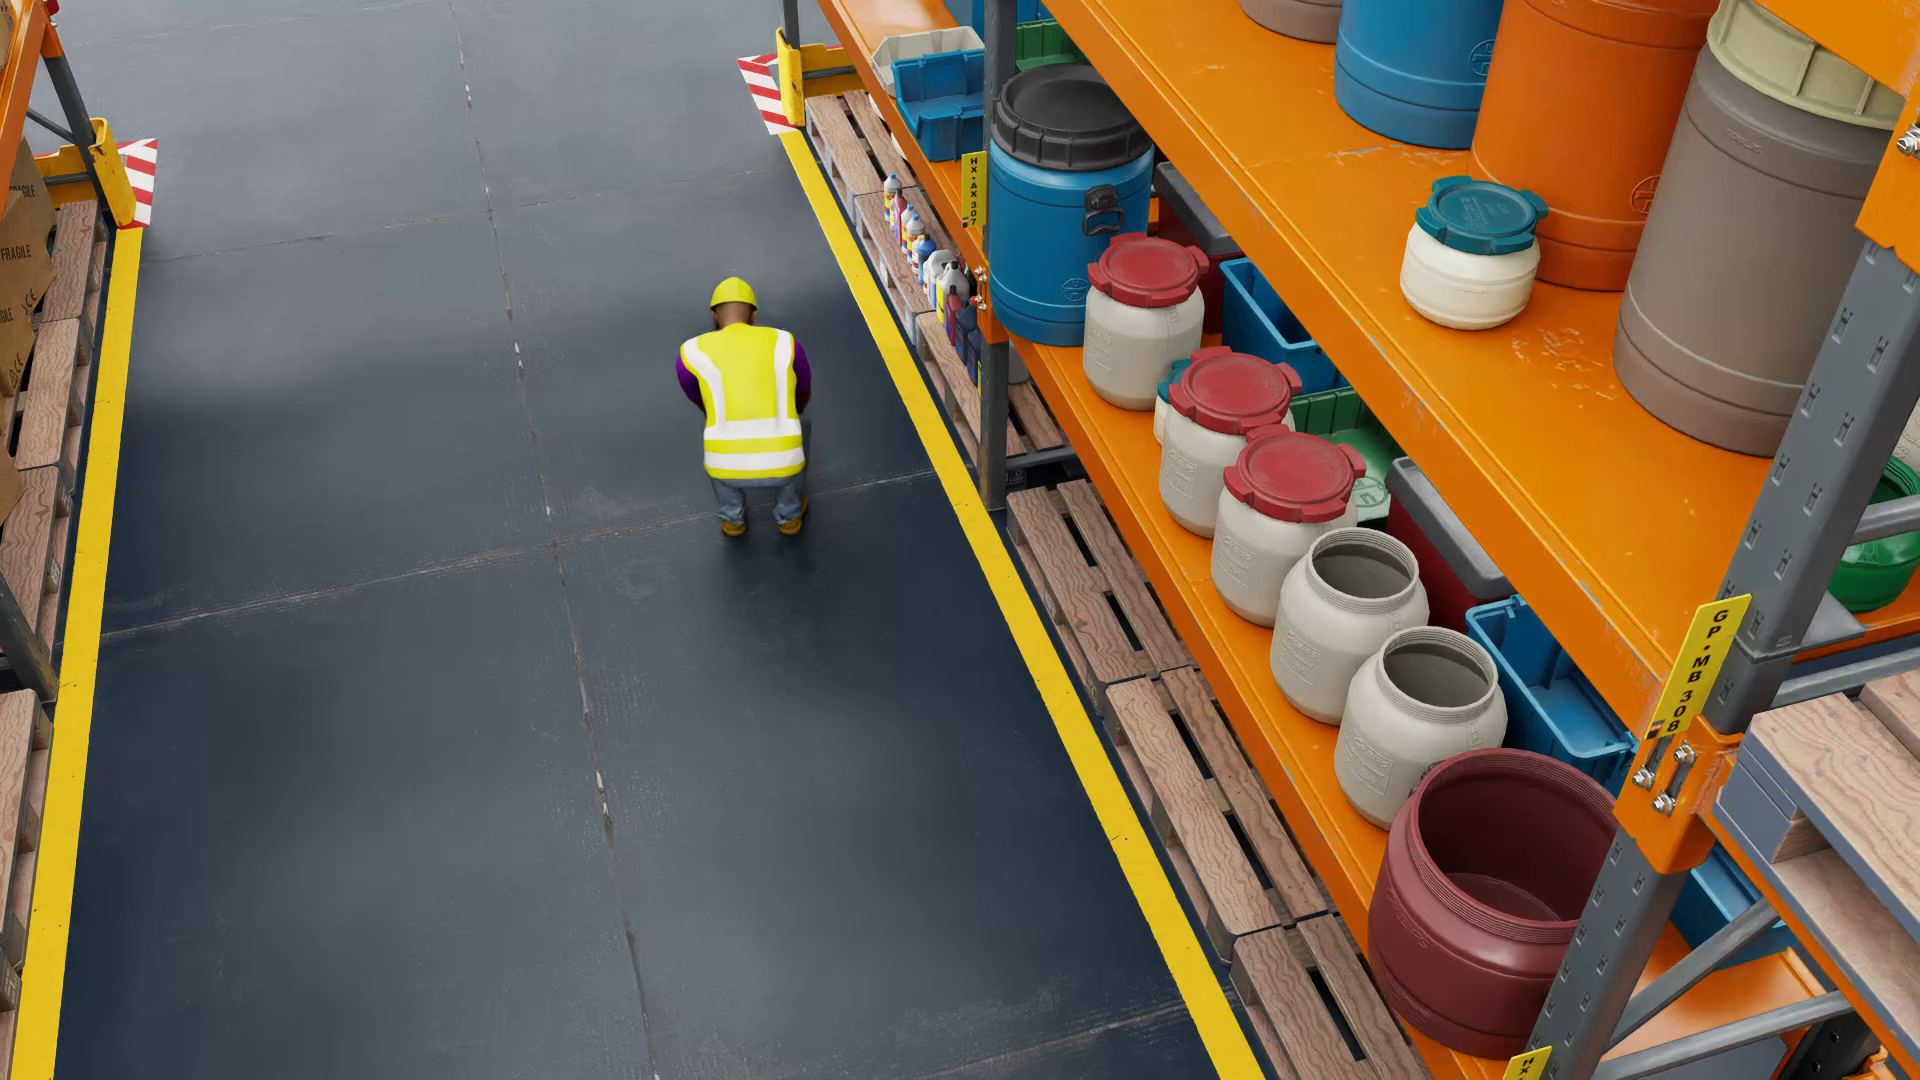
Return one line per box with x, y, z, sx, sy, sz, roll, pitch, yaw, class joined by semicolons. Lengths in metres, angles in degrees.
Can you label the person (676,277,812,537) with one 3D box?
-0.945;-0.573;7.356;0.578;1.001;0.919;-2;42;-2;person
